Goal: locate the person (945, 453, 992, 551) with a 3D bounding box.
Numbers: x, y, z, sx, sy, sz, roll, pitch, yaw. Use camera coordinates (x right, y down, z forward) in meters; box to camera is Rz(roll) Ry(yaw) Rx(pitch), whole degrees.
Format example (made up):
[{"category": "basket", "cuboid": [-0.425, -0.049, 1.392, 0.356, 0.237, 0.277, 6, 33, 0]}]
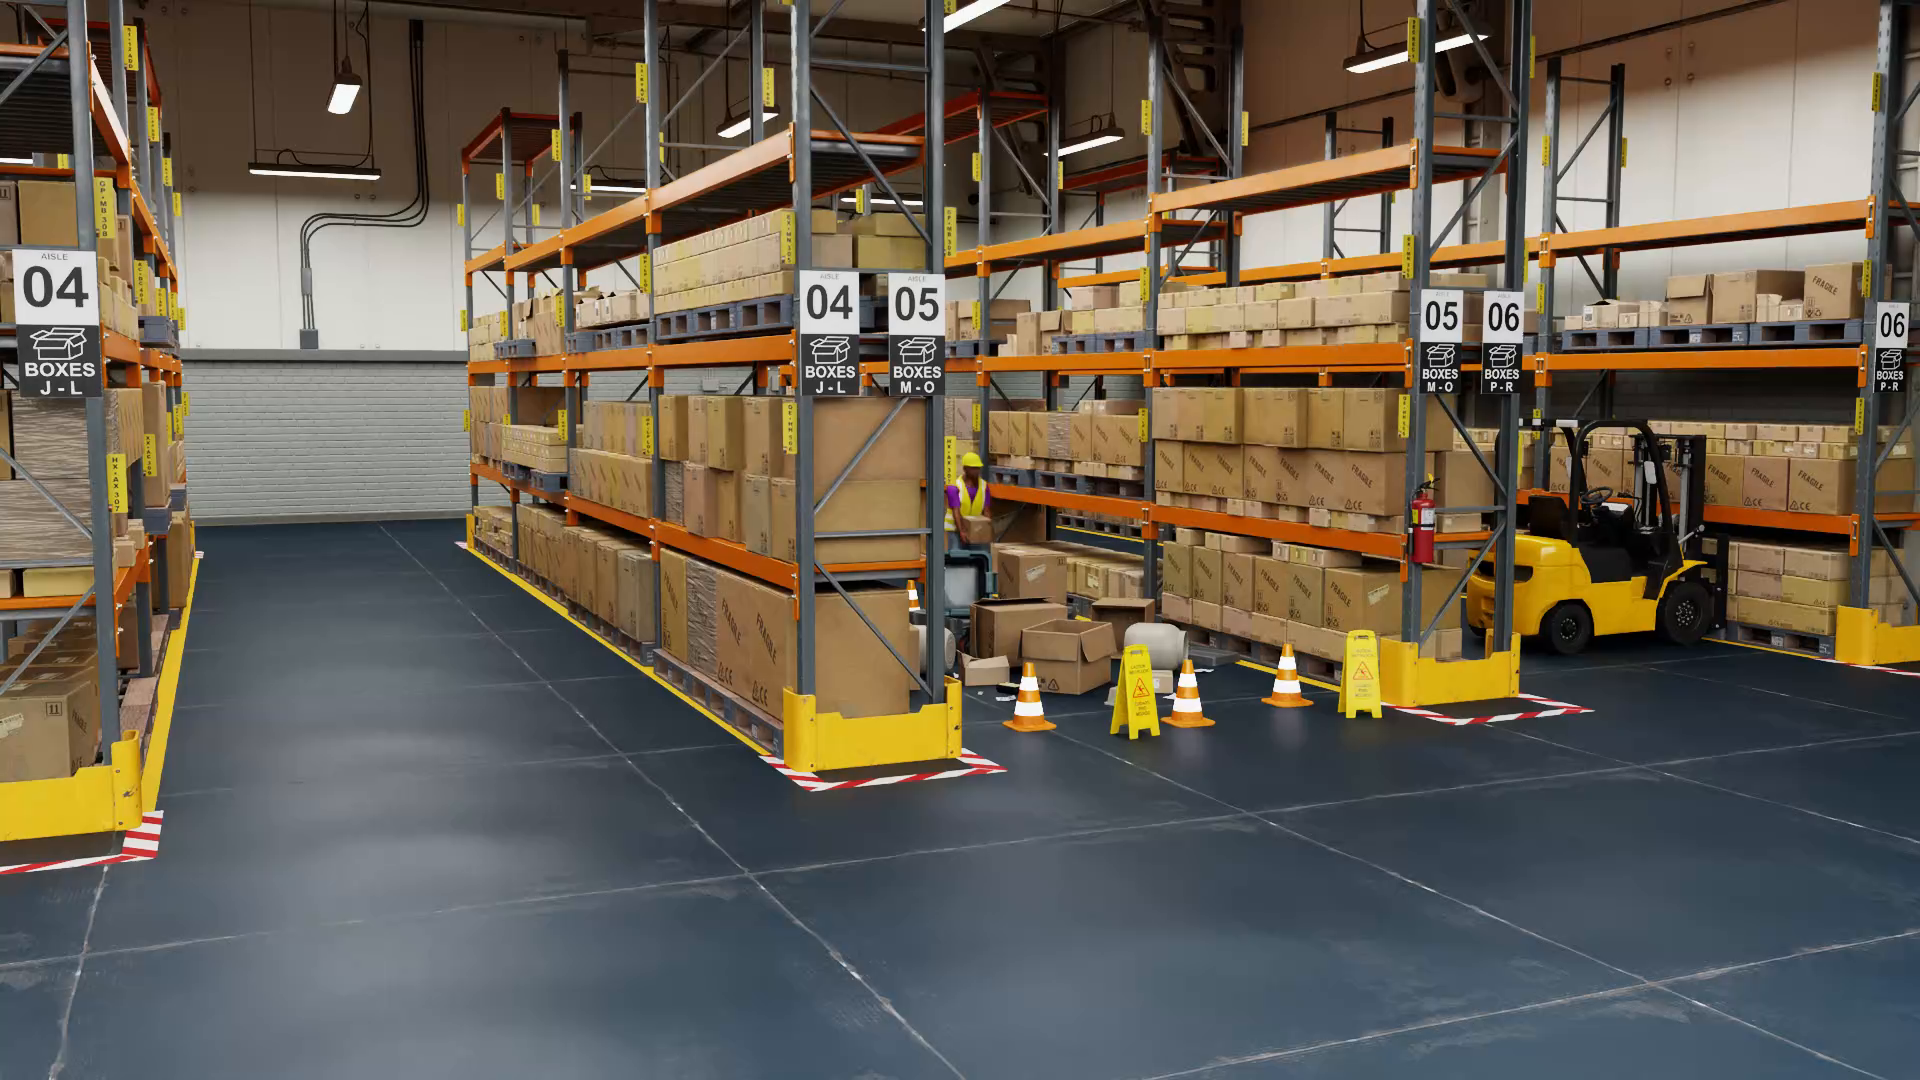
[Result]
[{"category": "person", "cuboid": [0.107, -0.073, 18.030, 0.503, 1.743, 0.591, -2, 6, -25]}]
